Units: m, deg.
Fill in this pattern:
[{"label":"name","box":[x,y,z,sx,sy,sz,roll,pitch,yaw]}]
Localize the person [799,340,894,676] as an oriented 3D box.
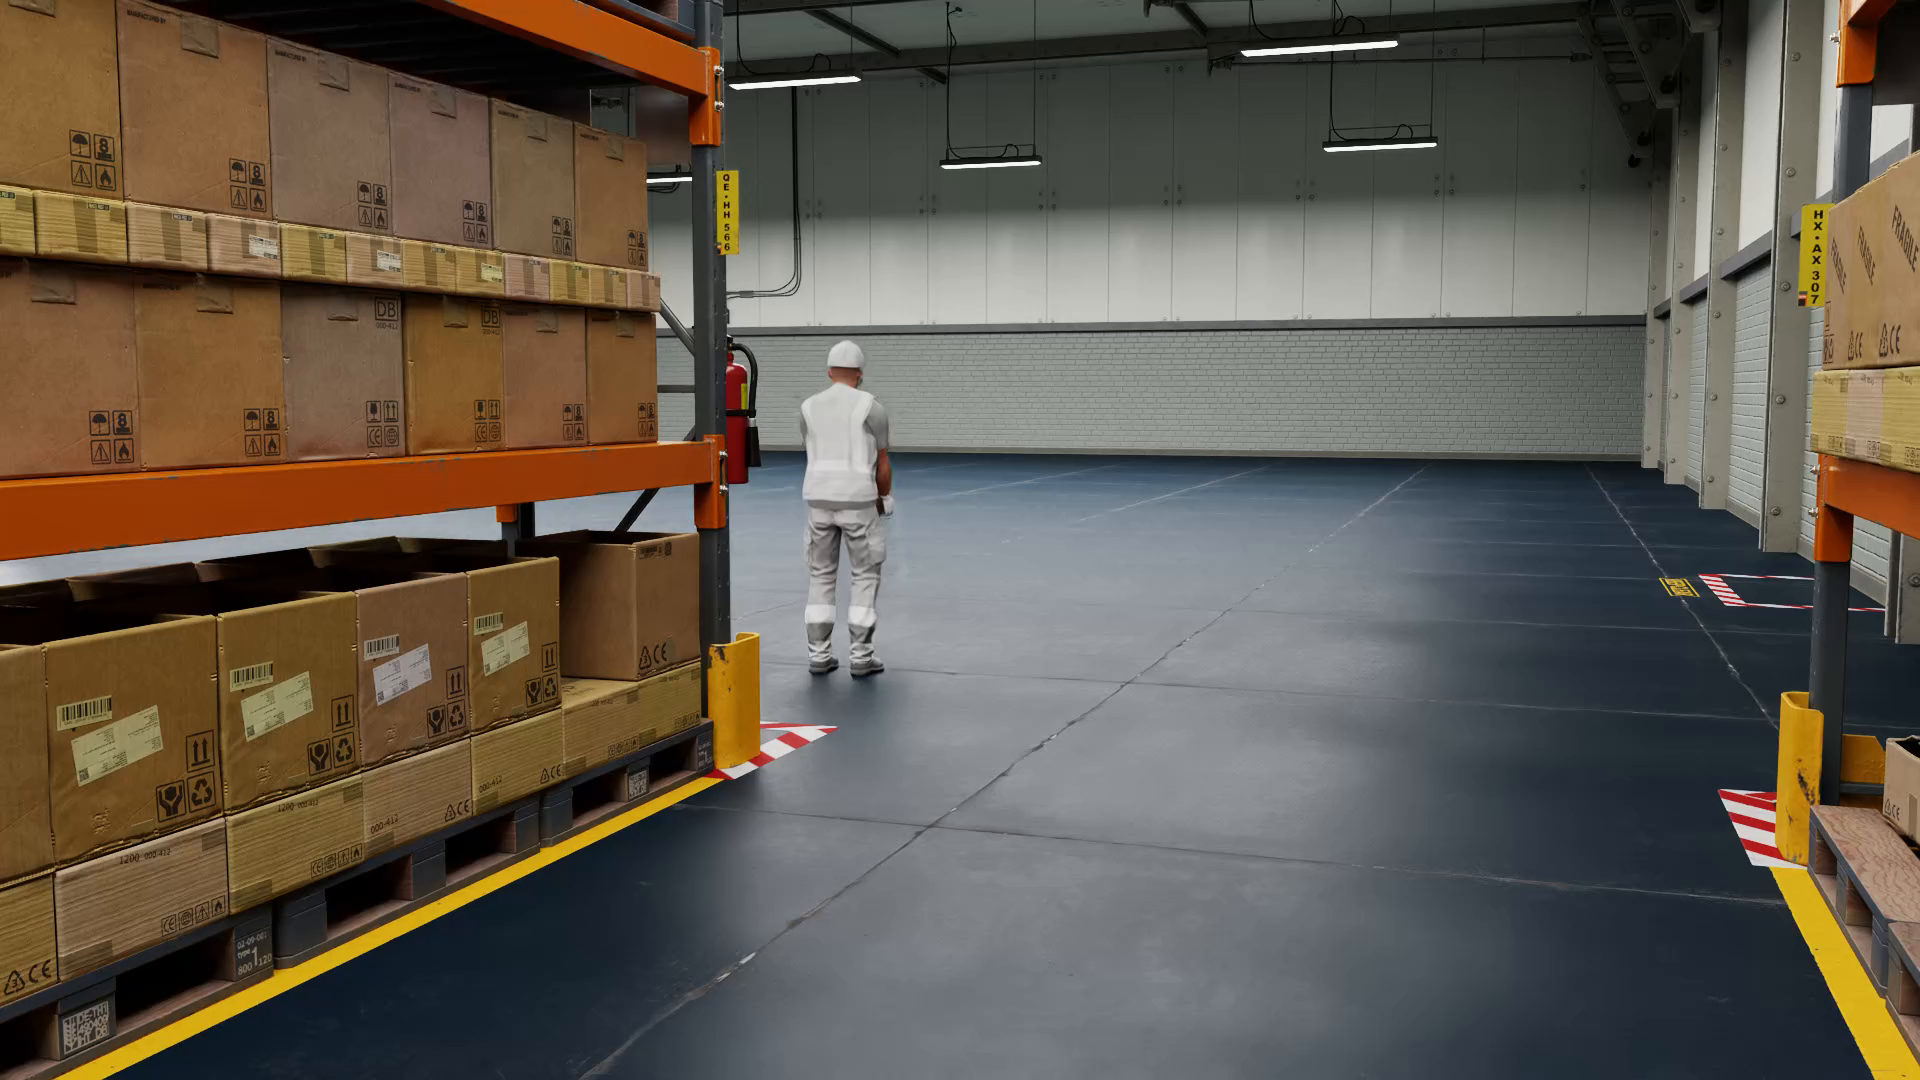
[{"label":"person","box":[-0.596,-0.182,8.929,0.471,1.770,0.573,2,5,18]}]
